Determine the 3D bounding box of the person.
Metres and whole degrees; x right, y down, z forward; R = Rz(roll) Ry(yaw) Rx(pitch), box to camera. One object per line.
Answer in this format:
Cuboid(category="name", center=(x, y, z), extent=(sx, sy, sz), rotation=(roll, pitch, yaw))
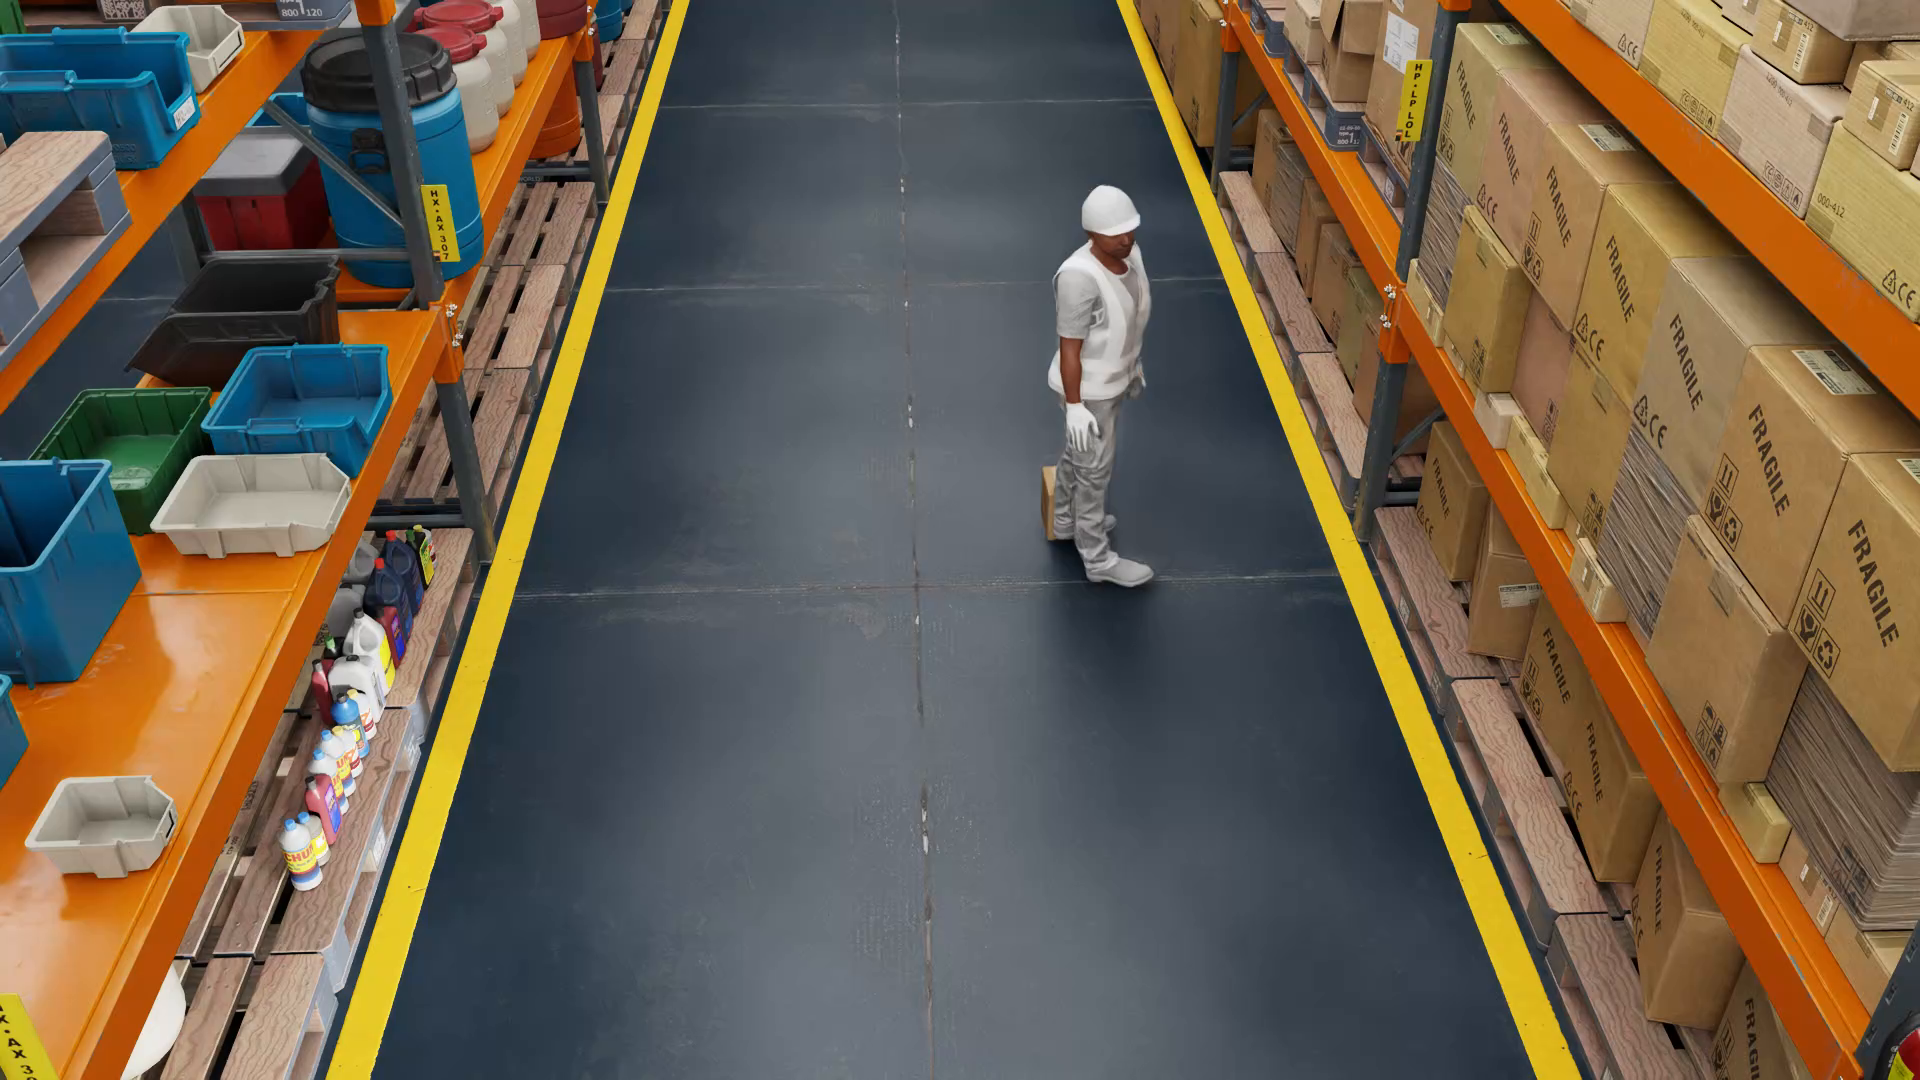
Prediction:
Cuboid(category="person", center=(0.627, -0.637, 6.992), extent=(0.574, 1.783, 0.646), rotation=(15, 38, 20))
